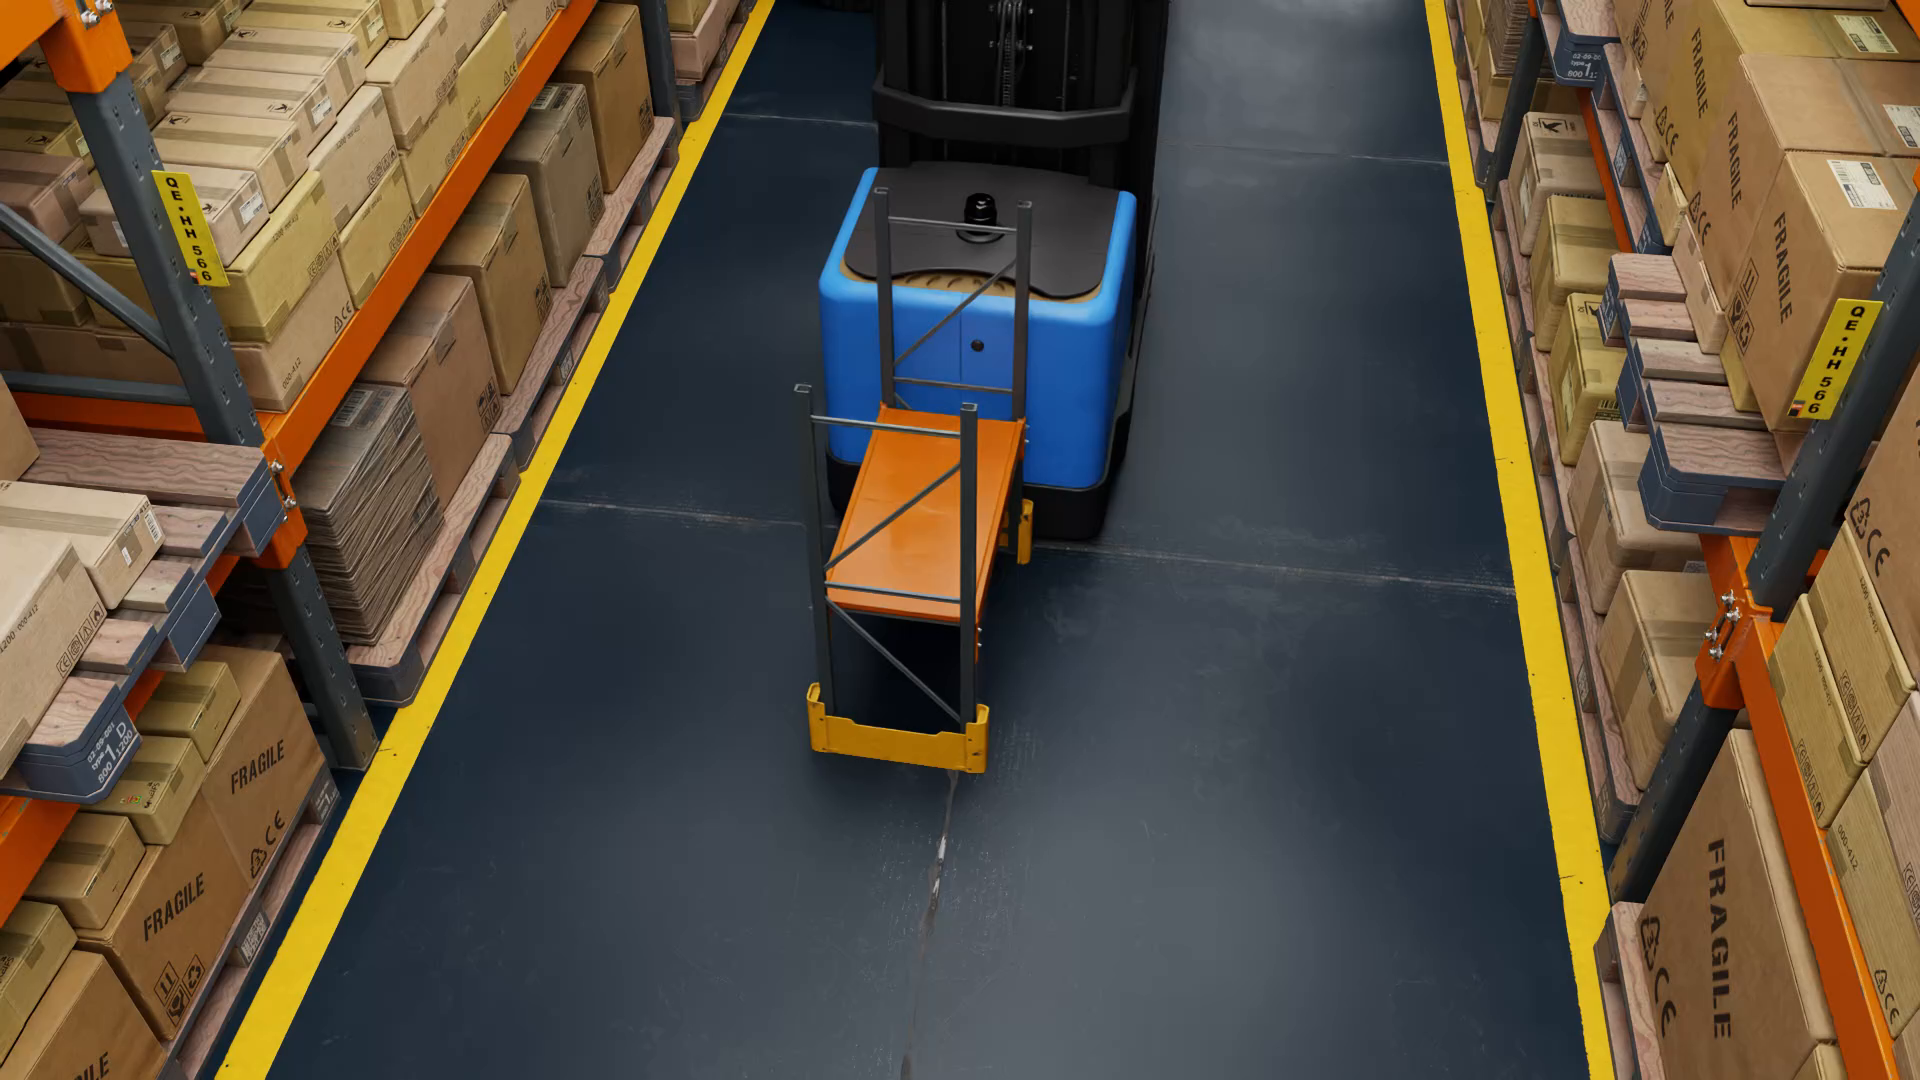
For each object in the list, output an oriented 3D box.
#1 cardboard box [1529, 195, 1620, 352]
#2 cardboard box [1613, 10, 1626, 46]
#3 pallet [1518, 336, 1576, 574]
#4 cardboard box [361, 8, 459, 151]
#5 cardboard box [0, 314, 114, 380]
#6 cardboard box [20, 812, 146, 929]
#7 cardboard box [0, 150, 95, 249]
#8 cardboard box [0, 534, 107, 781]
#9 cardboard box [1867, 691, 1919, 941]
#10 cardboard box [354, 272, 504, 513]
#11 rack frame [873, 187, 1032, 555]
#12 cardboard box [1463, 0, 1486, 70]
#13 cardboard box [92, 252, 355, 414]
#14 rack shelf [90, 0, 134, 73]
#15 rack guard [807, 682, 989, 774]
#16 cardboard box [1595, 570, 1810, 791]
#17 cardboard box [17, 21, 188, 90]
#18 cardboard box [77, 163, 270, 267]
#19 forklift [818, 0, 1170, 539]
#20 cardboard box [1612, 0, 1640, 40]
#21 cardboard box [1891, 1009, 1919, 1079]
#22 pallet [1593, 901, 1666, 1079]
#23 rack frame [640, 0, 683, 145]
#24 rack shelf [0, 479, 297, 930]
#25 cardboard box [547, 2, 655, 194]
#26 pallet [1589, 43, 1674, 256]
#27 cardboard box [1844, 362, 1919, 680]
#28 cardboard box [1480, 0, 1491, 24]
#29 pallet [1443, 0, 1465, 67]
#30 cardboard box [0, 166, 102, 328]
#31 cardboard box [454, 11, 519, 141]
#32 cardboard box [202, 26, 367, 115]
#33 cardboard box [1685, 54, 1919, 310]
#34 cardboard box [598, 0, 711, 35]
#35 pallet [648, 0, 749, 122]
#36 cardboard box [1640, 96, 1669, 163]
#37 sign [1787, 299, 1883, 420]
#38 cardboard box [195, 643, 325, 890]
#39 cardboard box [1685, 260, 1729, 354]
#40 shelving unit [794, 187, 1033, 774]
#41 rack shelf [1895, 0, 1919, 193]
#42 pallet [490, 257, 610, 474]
[{"bbox_3d":[2.859,-1.041,6.773,0.950,0.372,0.625,8,44,8],"label":"cardboard box"},{"bbox_3d":[2.553,-1.863,5.913,0.380,0.149,0.250,6,44,6],"label":"cardboard box"},{"bbox_3d":[2.758,-0.313,6.427,1.003,0.211,1.213,5,44,6],"label":"pallet"},{"bbox_3d":[-1.976,-1.516,5.415,0.500,0.250,0.500,4,44,4],"label":"cardboard box"},{"bbox_3d":[-2.626,-0.688,4.904,0.500,0.250,0.500,4,44,5],"label":"cardboard box"},{"bbox_3d":[-2.330,0.831,4.232,0.380,0.149,0.250,4,44,4],"label":"cardboard box"},{"bbox_3d":[-2.589,-0.925,4.500,0.380,0.149,0.250,7,44,7],"label":"cardboard box"},{"bbox_3d":[-2.250,0.238,3.621,0.500,0.250,0.500,3,44,4],"label":"cardboard box"},{"bbox_3d":[2.108,0.584,3.197,0.500,0.250,0.500,6,44,7],"label":"cardboard box"},{"bbox_3d":[-2.257,-0.573,6.095,0.875,0.625,0.625,7,44,7],"label":"cardboard box"},{"bbox_3d":[-0.023,-0.528,5.716,0.500,1.500,0.032,7,44,7],"label":"rack frame"},{"bbox_3d":[2.890,-2.635,8.546,0.500,0.250,0.500,4,44,4],"label":"cardboard box"},{"bbox_3d":[-2.131,-0.639,4.852,0.500,0.250,0.500,5,44,6],"label":"cardboard box"},{"bbox_3d":[-2.167,-2.604,5.160,1.077,0.370,4.000,5,44,6],"label":"rack shelf"},{"bbox_3d":[-0.201,0.614,5.420,0.587,0.250,0.087,7,44,7],"label":"rack guard"},{"bbox_3d":[2.574,0.453,5.195,0.950,0.372,0.625,3,43,3],"label":"cardboard box"},{"bbox_3d":[-2.607,-1.458,5.063,0.380,0.149,0.250,4,44,5],"label":"cardboard box"},{"bbox_3d":[-2.097,-0.875,4.448,0.380,0.149,0.250,6,44,7],"label":"cardboard box"},{"bbox_3d":[0.265,-2.091,6.327,1.130,2.935,3.031,7,44,7],"label":"forklift"},{"bbox_3d":[2.527,-2.016,5.603,0.500,0.500,0.500,5,44,5],"label":"cardboard box"},{"bbox_3d":[2.050,1.110,3.006,0.500,0.250,0.500,7,44,7],"label":"cardboard box"},{"bbox_3d":[2.310,1.579,4.429,1.003,0.211,1.213,5,44,6],"label":"pallet"},{"bbox_3d":[-1.903,-3.139,7.383,1.000,3.000,0.127,5,44,6],"label":"rack frame"},{"bbox_3d":[-2.696,1.211,3.312,1.077,0.370,4.000,5,44,6],"label":"rack shelf"},{"bbox_3d":[-1.960,-2.072,7.679,0.875,0.625,0.625,7,44,7],"label":"cardboard box"},{"bbox_3d":[2.710,-1.247,5.525,1.003,0.211,1.213,5,44,6],"label":"pallet"},{"bbox_3d":[2.182,-0.050,3.321,0.500,0.500,0.500,4,44,4],"label":"cardboard box"},{"bbox_3d":[2.896,-2.891,8.271,0.500,0.500,0.500,6,44,6],"label":"cardboard box"},{"bbox_3d":[3.231,-2.972,9.236,1.003,0.211,1.213,5,44,6],"label":"pallet"},{"bbox_3d":[-2.648,-0.871,4.734,0.500,0.250,0.500,6,44,6],"label":"cardboard box"},{"bbox_3d":[-1.928,-1.686,5.958,0.500,0.250,0.500,7,44,7],"label":"cardboard box"},{"bbox_3d":[-2.033,-1.414,5.017,0.380,0.149,0.250,6,44,6],"label":"cardboard box"},{"bbox_3d":[2.331,-0.949,4.476,0.500,0.500,0.500,5,44,5],"label":"cardboard box"},{"bbox_3d":[-1.533,-2.776,8.331,0.500,0.250,0.500,5,44,5],"label":"cardboard box"},{"bbox_3d":[-1.756,-2.665,8.910,1.003,0.211,1.213,5,44,6],"label":"pallet"},{"bbox_3d":[2.426,-1.333,5.354,0.380,0.149,0.250,4,44,4],"label":"cardboard box"},{"bbox_3d":[1.950,-0.399,3.705,0.100,0.325,0.005,5,44,6],"label":"sign"},{"bbox_3d":[-2.274,0.650,4.894,0.500,0.500,0.500,6,44,7],"label":"cardboard box"},{"bbox_3d":[2.252,-0.635,4.617,0.380,0.149,0.250,5,44,5],"label":"cardboard box"},{"bbox_3d":[-0.114,-0.177,5.346,0.587,1.500,1.083,7,44,7],"label":"shelving unit"},{"bbox_3d":[2.754,-2.155,4.686,1.077,0.370,4.000,5,44,6],"label":"rack shelf"},{"bbox_3d":[-2.120,-0.787,6.927,1.003,0.211,1.213,5,44,6],"label":"pallet"}]
